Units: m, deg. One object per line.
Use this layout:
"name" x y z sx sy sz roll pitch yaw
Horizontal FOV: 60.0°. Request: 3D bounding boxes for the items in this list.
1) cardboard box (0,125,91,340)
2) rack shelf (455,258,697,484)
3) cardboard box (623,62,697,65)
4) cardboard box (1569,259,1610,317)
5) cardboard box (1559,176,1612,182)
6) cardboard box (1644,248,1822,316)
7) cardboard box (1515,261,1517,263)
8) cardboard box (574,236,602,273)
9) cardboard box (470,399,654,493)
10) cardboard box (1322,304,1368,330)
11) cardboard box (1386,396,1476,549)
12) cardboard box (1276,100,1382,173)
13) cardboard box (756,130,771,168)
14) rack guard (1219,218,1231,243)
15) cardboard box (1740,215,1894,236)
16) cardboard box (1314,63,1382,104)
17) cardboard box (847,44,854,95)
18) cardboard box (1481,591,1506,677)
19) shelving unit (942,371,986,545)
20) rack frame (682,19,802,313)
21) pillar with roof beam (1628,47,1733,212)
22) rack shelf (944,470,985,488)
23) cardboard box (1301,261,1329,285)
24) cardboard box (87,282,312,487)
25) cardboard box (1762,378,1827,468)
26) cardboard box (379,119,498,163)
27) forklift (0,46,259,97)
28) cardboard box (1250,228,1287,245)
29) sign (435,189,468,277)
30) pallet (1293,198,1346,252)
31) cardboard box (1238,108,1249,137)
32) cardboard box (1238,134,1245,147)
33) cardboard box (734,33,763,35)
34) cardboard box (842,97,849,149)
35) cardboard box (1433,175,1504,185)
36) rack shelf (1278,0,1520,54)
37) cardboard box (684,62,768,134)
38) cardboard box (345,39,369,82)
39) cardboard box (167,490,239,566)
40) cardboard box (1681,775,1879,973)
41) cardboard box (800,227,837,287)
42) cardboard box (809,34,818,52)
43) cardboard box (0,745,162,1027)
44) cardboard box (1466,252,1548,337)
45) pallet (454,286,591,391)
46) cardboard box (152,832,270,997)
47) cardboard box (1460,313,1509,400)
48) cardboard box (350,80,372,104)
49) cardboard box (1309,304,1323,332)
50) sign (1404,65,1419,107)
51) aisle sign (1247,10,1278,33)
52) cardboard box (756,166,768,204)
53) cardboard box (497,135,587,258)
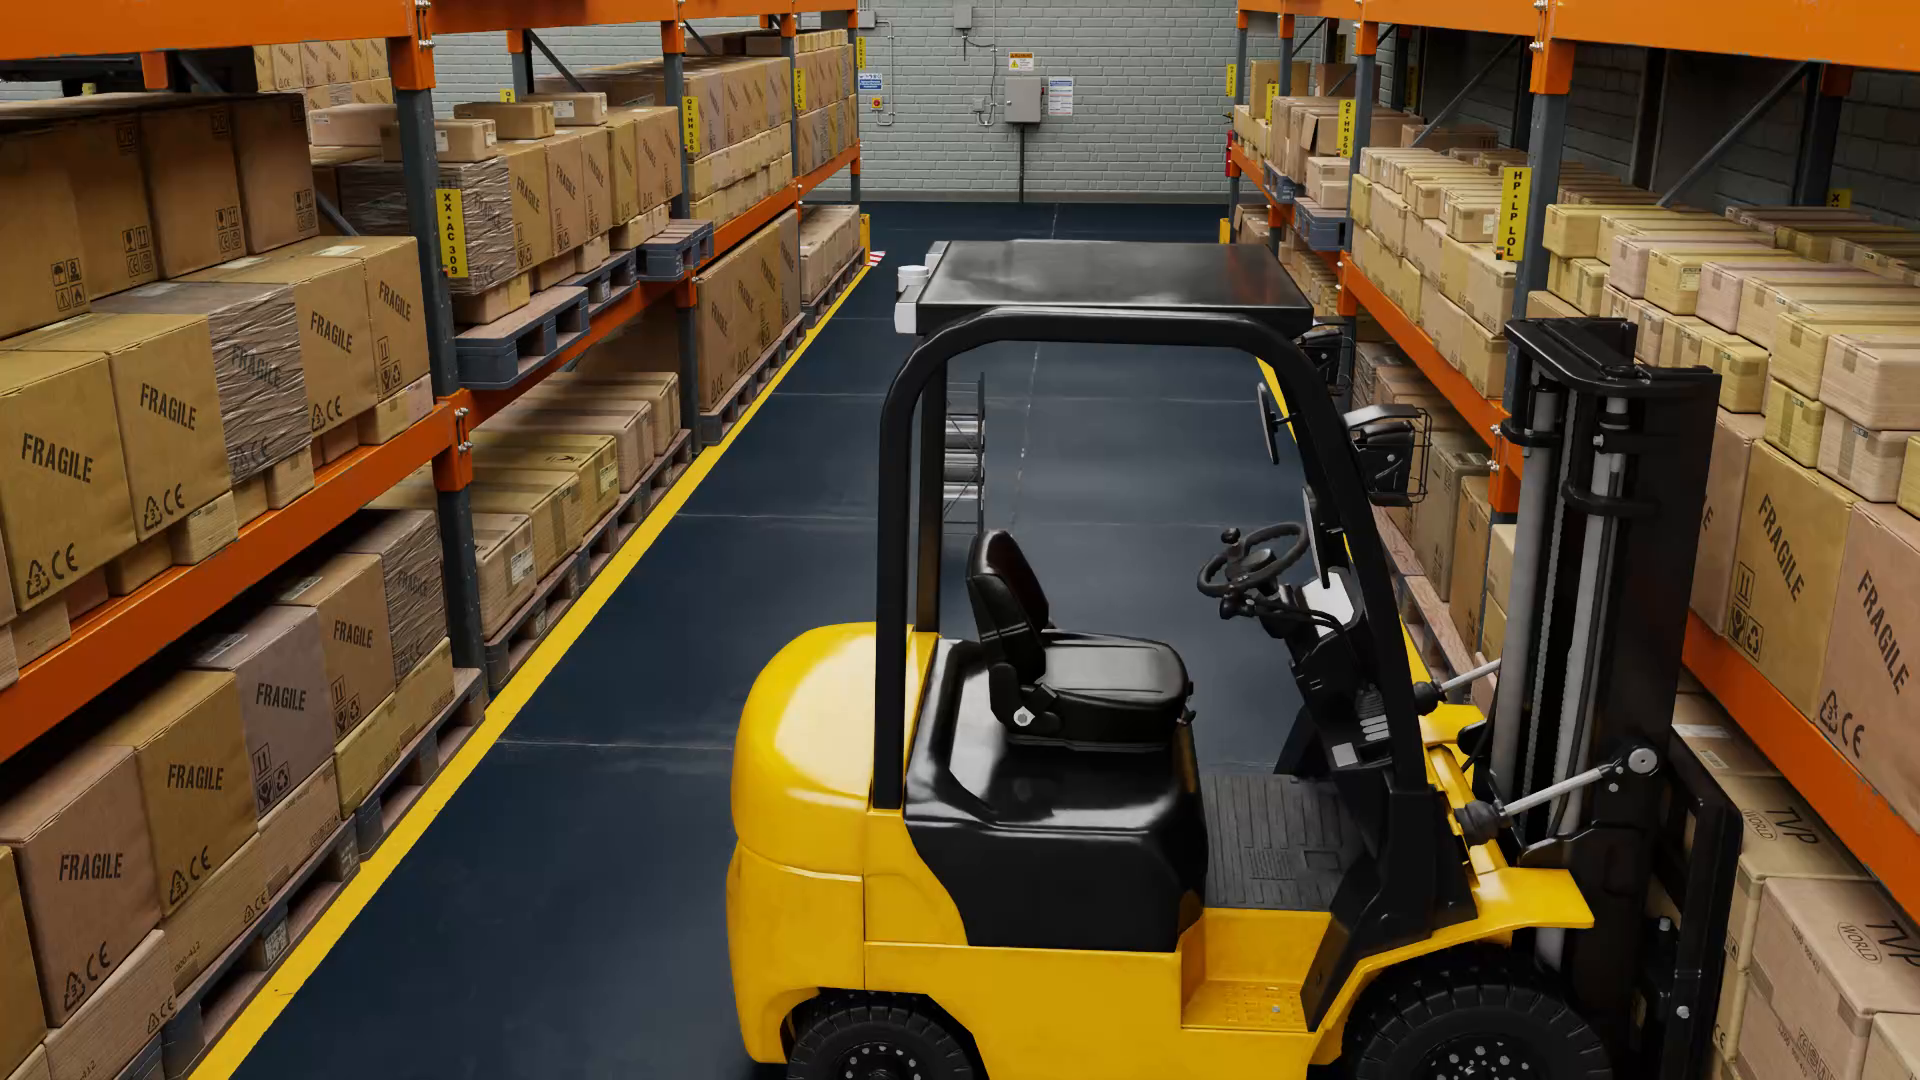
"cardboard box" -2.759 -0.798 4.297 0.700 0.500 0.500 1 18 4
"rack shelf" -2.299 -1.022 8.381 1.077 0.370 4.000 1 18 4
"cardboard box" -2.235 -3.306 12.428 0.500 0.500 0.500 1 18 3
"cardboard box" 2.206 -0.816 5.393 0.380 0.149 0.250 2 18 5
"cardboard box" 2.883 -1.649 7.935 0.380 0.149 0.250 2 18 5
"cardboard box" 2.139 -0.717 4.613 0.380 0.149 0.250 1 18 3
"cardboard box" 2.312 -1.100 6.261 0.380 0.149 0.250 2 18 6
"cardboard box" -1.967 -1.392 8.083 0.380 0.149 0.250 2 18 6
"cardboard box" -2.251 -0.532 9.274 0.950 0.372 0.625 1 18 3
"cardboard box" 2.567 -1.440 10.799 0.380 0.149 0.250 0 18 1
"cardboard box" 2.650 -0.341 8.286 0.875 0.625 0.625 1 18 2
"cardboard box" 2.787 -3.059 12.607 0.700 0.500 0.500 1 18 5
"cardboard box" -1.718 -2.935 12.502 0.500 0.250 0.500 2 18 5
"rack guard" 3.363 -3.149 17.730 1.175 0.500 0.348 1 18 4
"cardboard box" 2.728 -0.948 5.318 0.380 0.149 0.250 1 18 2
"cardboard box" 3.454 -4.001 14.875 0.500 0.500 0.500 1 18 2
"cardboard box" -1.379 -4.838 17.103 0.500 0.500 0.500 2 18 6
"cardboard box" 2.166 0.379 5.886 0.500 0.250 0.500 1 18 4
"shelving unit" 0.001 -0.430 8.791 0.258 0.900 0.210 1 18 4
"rack frame" -1.869 -3.228 13.956 1.000 3.000 0.127 1 18 4
"pillar with roof beam" -0.693 -4.398 7.892 9.100 9.000 0.400 1 18 4
"rack shelf" 0.001 -0.313 8.829 0.258 0.077 0.200 1 18 4
"cardboard box" 2.780 -2.003 12.516 0.380 0.149 0.250 1 18 4
"cardboard box" -2.289 -0.467 4.893 0.500 0.500 0.500 2 18 5
"cardboard box" 2.035 -0.260 3.696 0.380 0.149 0.250 1 18 4
"cardboard box" -2.056 -1.578 6.567 0.380 0.149 0.250 1 18 4
"forklift" -4.813 -1.851 9.866 1.130 2.935 3.031 2 18 6
"cardboard box" 3.056 -2.597 15.372 0.700 0.500 0.500 1 18 2
"sign" -1.901 -1.145 6.209 0.100 0.325 0.005 1 18 4
"pallet" 2.774 -1.997 10.508 1.213 0.211 1.003 1 18 4
"cardboard box" 3.032 -4.139 16.501 0.500 0.250 0.500 1 18 5
"cardboard box" 3.072 -4.145 17.159 0.380 0.149 0.250 1 18 3
"cardboard box" -2.010 -4.557 15.205 0.380 0.149 0.250 1 18 3
"cardboard box" -1.404 -4.206 16.782 0.500 0.500 0.500 1 18 3
"cardboard box" 2.474 -1.655 7.955 0.380 0.149 0.250 1 18 4
"rack shelf" 2.939 -3.581 11.371 1.077 0.370 4.000 1 18 4
"cardboard box" -1.736 -3.288 12.374 0.500 0.500 0.500 2 18 6
"cardboard box" -6.348 -4.908 16.841 0.500 0.500 0.500 1 18 2
"cardboard box" -2.262 -0.042 4.637 0.380 0.149 0.250 1 18 4
"cardboard box" 2.001 0.775 3.876 0.500 0.250 0.500 2 18 5
"cardboard box" -1.654 -2.680 15.726 0.875 0.438 0.875 1 18 2
"cardboard box" -1.482 -4.469 14.936 0.380 0.149 0.250 1 18 2
"cardboard box" -2.361 0.836 4.092 0.500 0.500 0.500 1 18 2
"cardboard box" 2.289 -0.958 6.467 0.500 0.250 0.500 1 18 3
"pallet" -2.243 -0.886 7.118 1.003 0.211 1.213 1 18 4
"cardboard box" -2.325 1.034 4.692 0.500 0.250 0.500 3 18 8
"cardboard box" 2.284 -0.725 6.558 0.500 0.250 0.500 2 18 5
"cardboard box" -6.345 -4.433 16.996 0.500 0.500 0.500 1 18 3
"cardboard box" 2.692 -1.341 11.540 0.500 0.500 0.500 2 18 6
"sign" 3.636 -3.657 13.407 0.100 0.325 0.005 1 18 4
"aisle sign" 3.081 -5.624 17.093 0.394 0.787 0.004 1 18 4
"cardboard box" -1.743 -2.697 12.578 0.500 0.250 0.500 1 18 2
"cardboard box" -2.039 -1.580 7.614 0.500 0.500 0.500 1 18 4
